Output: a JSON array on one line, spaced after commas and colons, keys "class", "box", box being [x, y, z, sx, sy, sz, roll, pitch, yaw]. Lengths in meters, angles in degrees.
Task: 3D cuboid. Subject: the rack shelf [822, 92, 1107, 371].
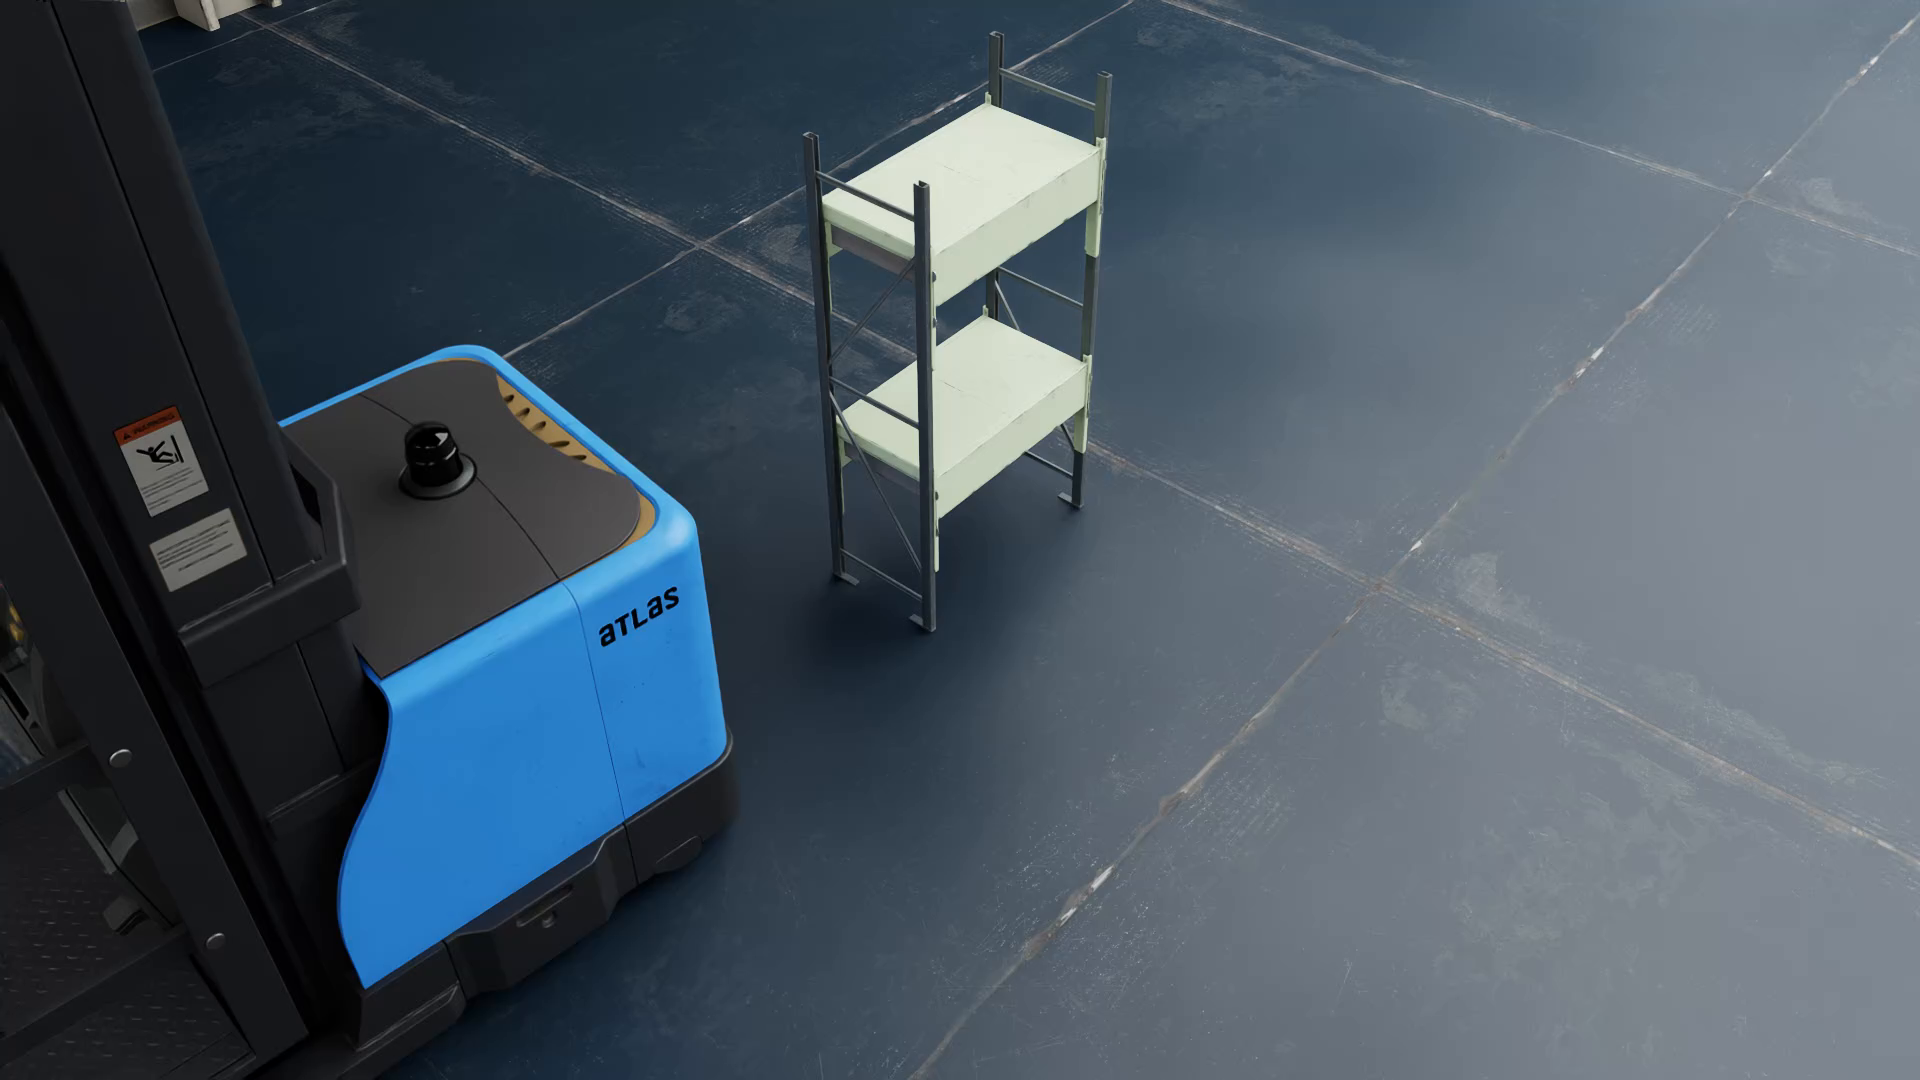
[{"class": "rack shelf", "box": [0.004, -0.847, 4.487, 0.431, 0.370, 0.720, 29, 50, 28]}]

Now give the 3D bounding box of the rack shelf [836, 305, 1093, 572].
[{"class": "rack shelf", "box": [0.004, -0.317, 4.969, 0.431, 0.370, 0.720, 29, 50, 28]}]

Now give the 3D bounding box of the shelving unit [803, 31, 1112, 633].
[{"class": "shelving unit", "box": [0.004, -0.558, 4.749, 0.431, 1.500, 0.755, 29, 50, 28]}]

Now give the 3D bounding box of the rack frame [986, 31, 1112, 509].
[{"class": "rack frame", "box": [0.240, -0.747, 4.957, 0.400, 1.500, 0.023, 29, 50, 28]}]

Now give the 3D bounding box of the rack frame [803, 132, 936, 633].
[{"class": "rack frame", "box": [-0.231, -0.370, 4.542, 0.400, 1.500, 0.023, 29, 50, 28]}]

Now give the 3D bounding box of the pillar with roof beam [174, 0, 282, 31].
[{"class": "pillar with roof beam", "box": [-0.263, -4.053, 3.018, 9.100, 9.000, 0.400, 29, 50, 28]}]

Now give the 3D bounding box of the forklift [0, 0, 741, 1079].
[{"class": "forklift", "box": [-2.001, 0.099, 2.963, 3.031, 2.935, 1.130, -32, 51, -30]}]
